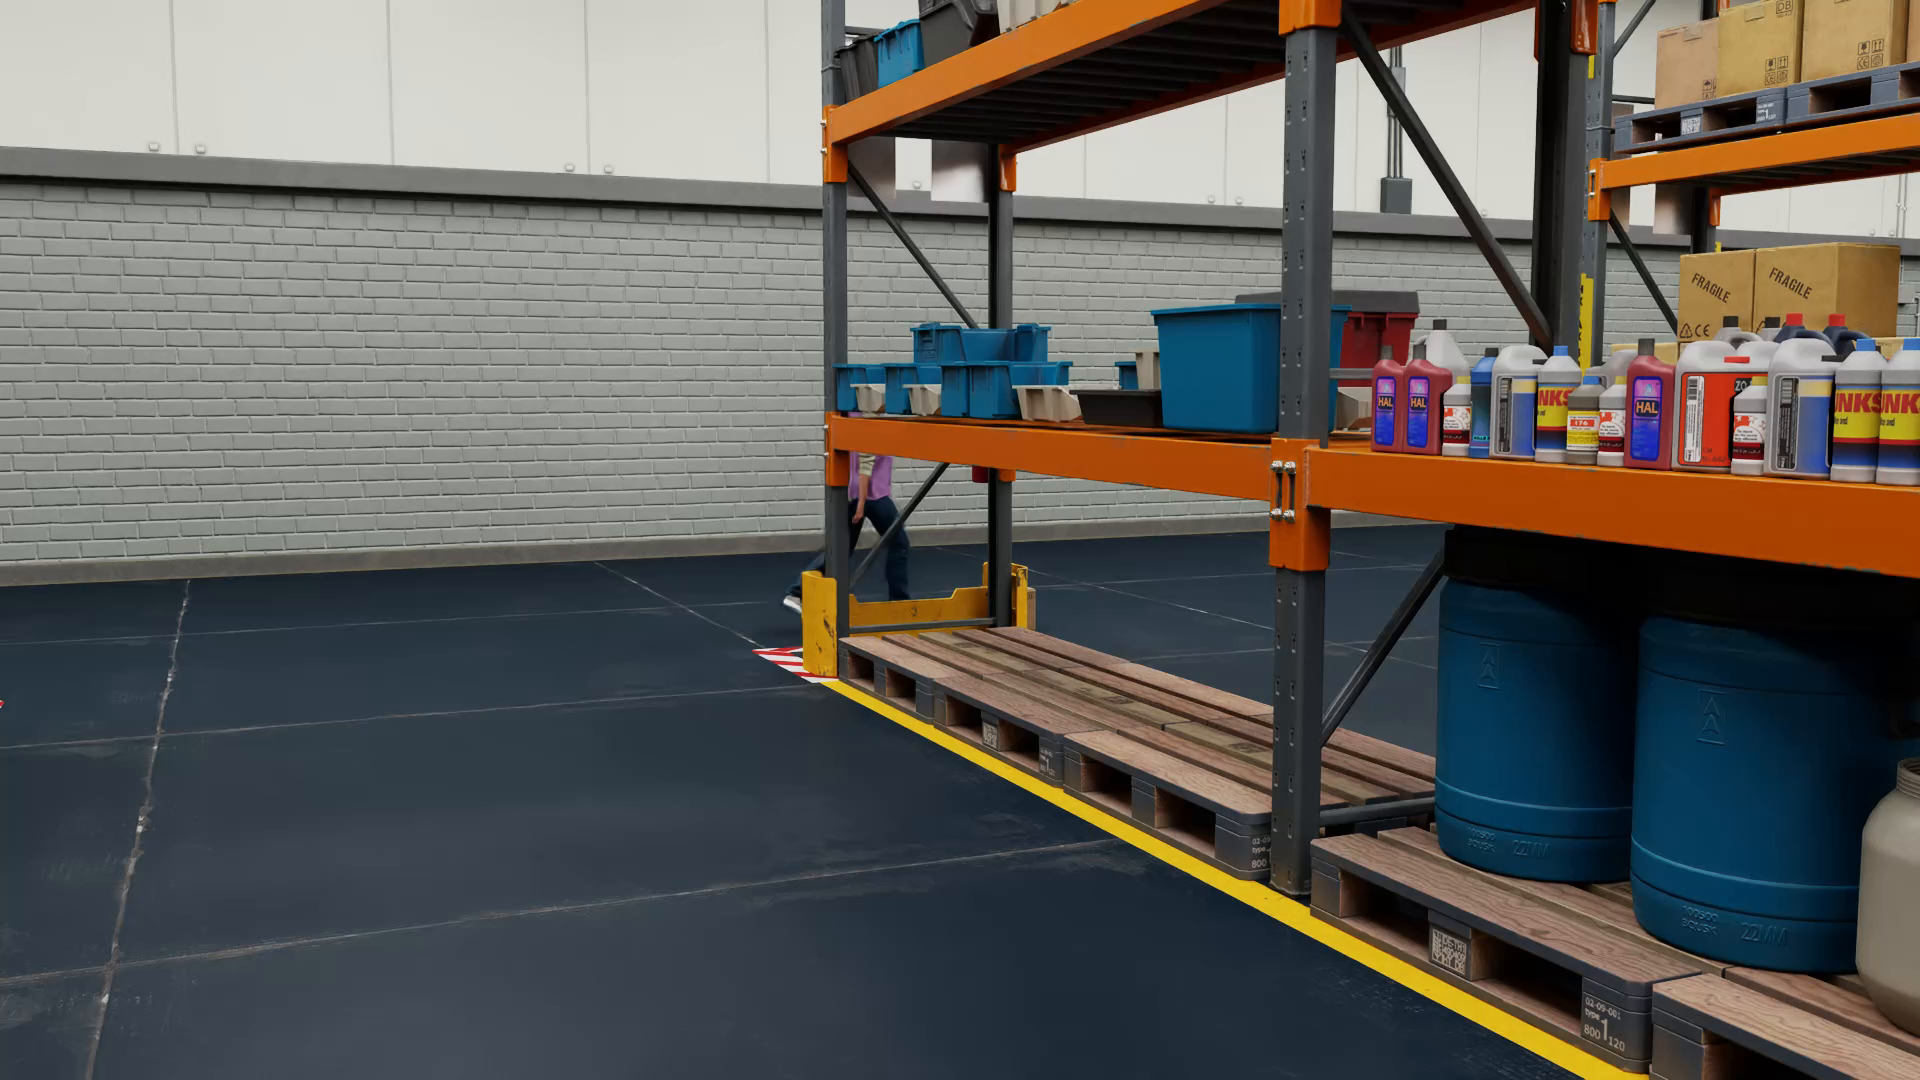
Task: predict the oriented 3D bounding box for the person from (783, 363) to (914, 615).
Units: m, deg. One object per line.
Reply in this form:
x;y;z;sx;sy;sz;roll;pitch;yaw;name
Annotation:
-0.581;-0.265;9.810;0.921;1.550;0.489;-3;6;-25;person
